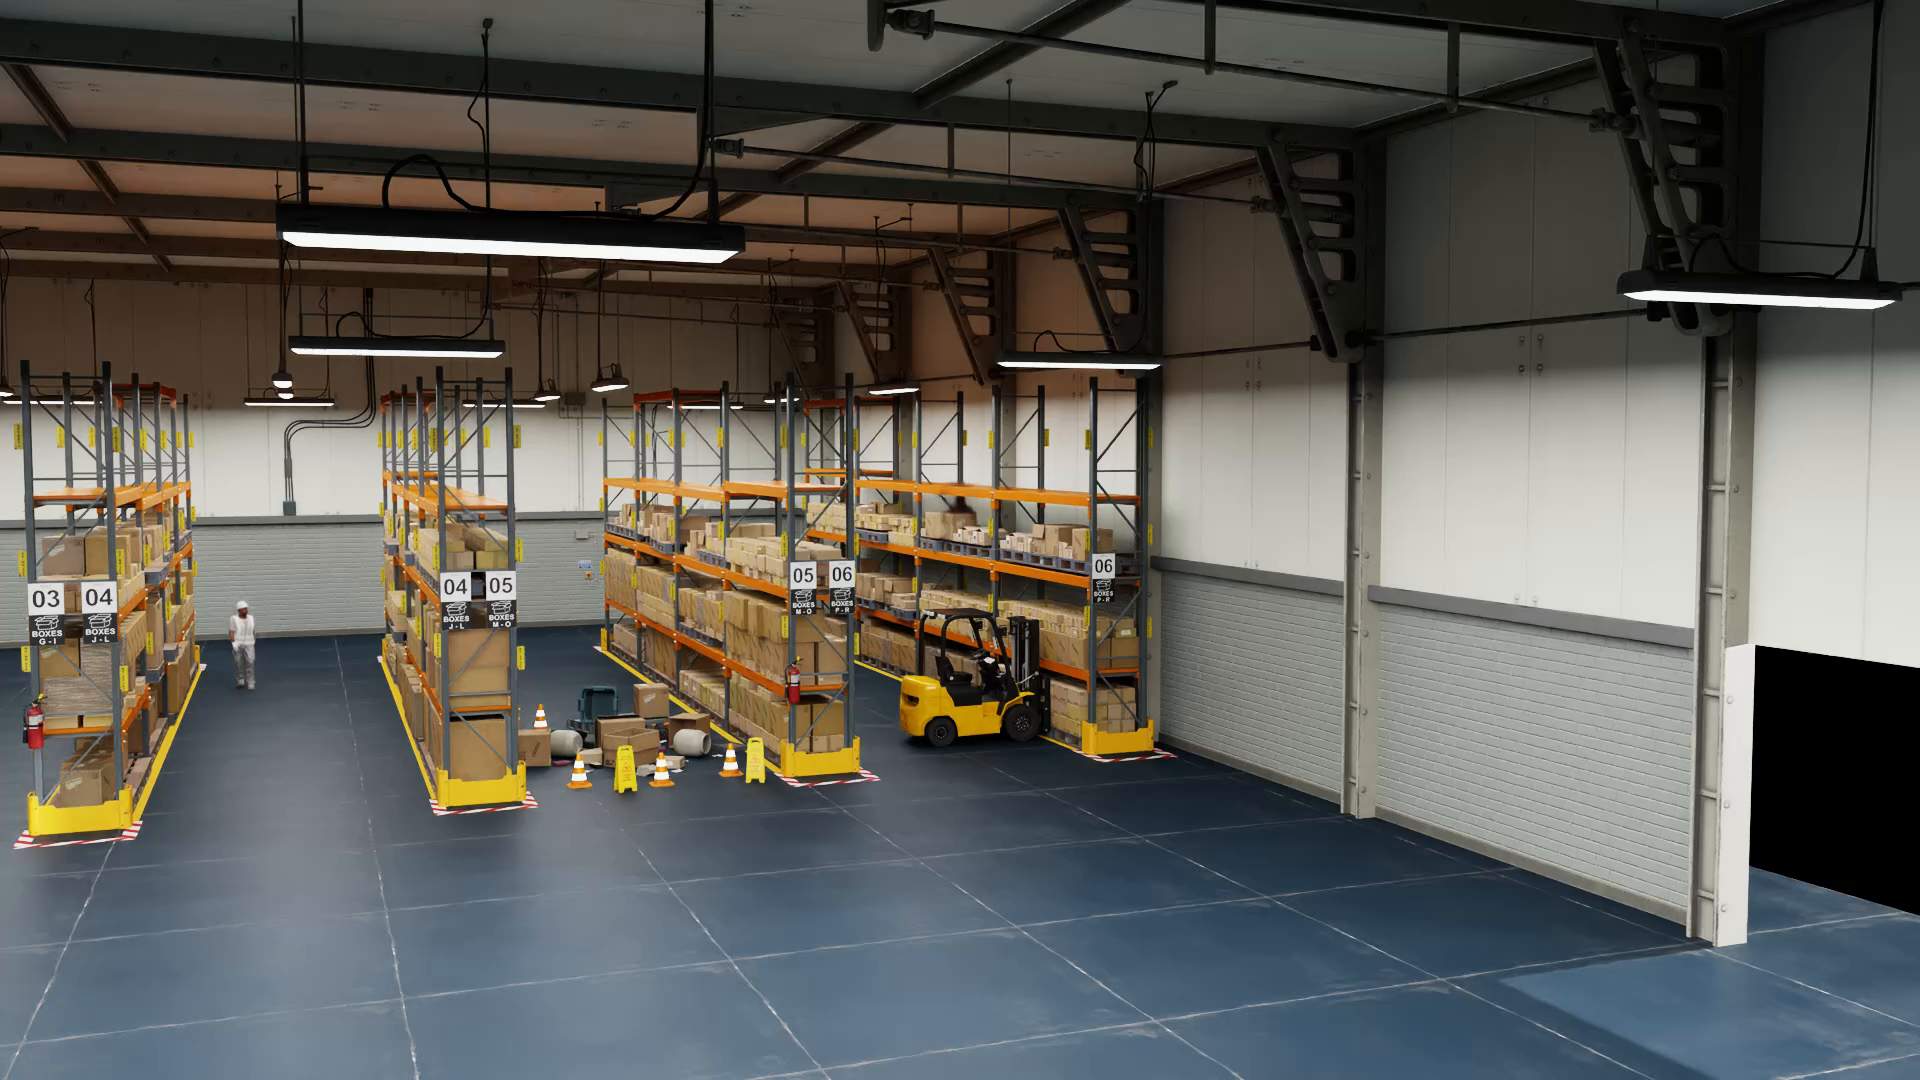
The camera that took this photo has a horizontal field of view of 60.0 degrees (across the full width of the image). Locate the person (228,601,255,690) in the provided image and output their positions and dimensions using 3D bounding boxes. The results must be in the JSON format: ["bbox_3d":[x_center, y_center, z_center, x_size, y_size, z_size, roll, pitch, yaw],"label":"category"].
[{"bbox_3d":[-14.412,2.106,33.376,0.487,1.740,0.961,-2,4,-24],"label":"person"}]
